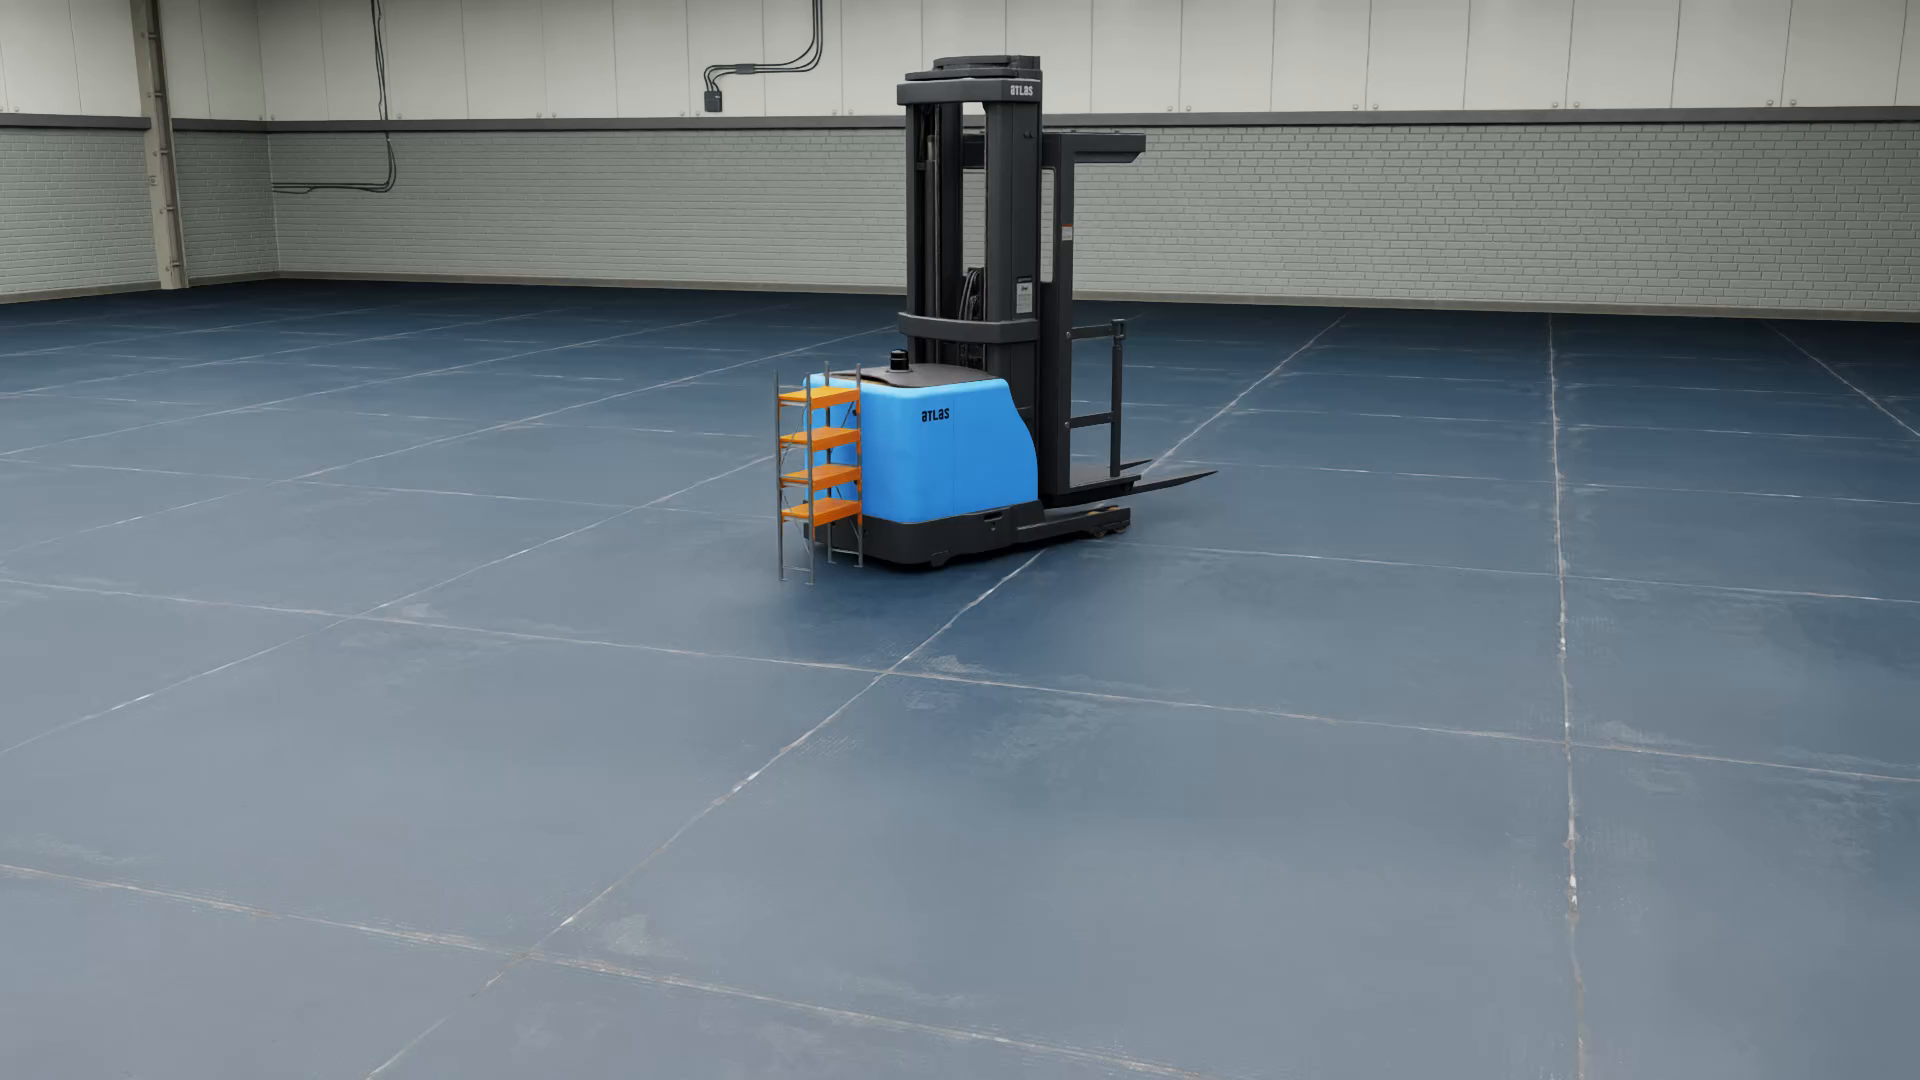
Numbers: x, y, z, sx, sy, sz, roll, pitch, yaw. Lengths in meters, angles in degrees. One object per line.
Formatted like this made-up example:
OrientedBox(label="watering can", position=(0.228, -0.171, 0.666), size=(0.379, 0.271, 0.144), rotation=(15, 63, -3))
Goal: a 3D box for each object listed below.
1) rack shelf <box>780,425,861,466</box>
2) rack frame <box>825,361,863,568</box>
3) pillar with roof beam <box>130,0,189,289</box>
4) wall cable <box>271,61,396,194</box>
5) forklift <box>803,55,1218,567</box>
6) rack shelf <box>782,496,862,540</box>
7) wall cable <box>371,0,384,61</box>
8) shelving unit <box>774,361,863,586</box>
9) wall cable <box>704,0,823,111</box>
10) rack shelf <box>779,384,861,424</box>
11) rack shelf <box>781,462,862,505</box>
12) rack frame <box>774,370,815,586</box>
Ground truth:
OrientedBox(label="rack shelf", position=(-0.801, -0.542, 9.464), size=(0.258, 0.148, 0.480), rotation=(8, 15, 30))
OrientedBox(label="rack frame", position=(-0.677, -0.436, 9.703), size=(0.240, 1.200, 0.015), rotation=(8, 15, 30))
OrientedBox(label="pillar with roof beam", position=(-10.616, -8.781, 28.739), size=(9.100, 9.000, 0.400), rotation=(4, 14, 18))
OrientedBox(label="wall cable", position=(-12.485, -8.103, 32.743), size=(3.097, 2.526, 0.112), rotation=(4, 14, 18))
OrientedBox(label="forklift", position=(0.463, -1.523, 10.575), size=(3.031, 2.935, 1.130), rotation=(-12, 17, -41))
OrientedBox(label="rack shelf", position=(-0.801, -0.131, 9.558), size=(0.258, 0.148, 0.480), rotation=(8, 15, 30))
OrientedBox(label="wall cable", position=(-9.925, -10.370, 31.327), size=(3.097, 2.526, 0.112), rotation=(4, 14, 18))
OrientedBox(label="shelving unit", position=(-0.801, -0.390, 9.499), size=(0.258, 1.200, 0.503), rotation=(8, 15, 30))
OrientedBox(label="wall cable", position=(-3.507, -10.588, 29.010), size=(2.305, 6.003, 0.169), rotation=(4, 14, 18))
OrientedBox(label="rack shelf", position=(-0.801, -0.773, 9.411), size=(0.258, 0.148, 0.480), rotation=(8, 15, 30))
OrientedBox(label="rack shelf", position=(-0.801, -0.324, 9.514), size=(0.258, 0.148, 0.480), rotation=(8, 15, 30))
OrientedBox(label="rack frame", position=(-0.926, -0.343, 9.294), size=(0.240, 1.200, 0.015), rotation=(8, 15, 30))
